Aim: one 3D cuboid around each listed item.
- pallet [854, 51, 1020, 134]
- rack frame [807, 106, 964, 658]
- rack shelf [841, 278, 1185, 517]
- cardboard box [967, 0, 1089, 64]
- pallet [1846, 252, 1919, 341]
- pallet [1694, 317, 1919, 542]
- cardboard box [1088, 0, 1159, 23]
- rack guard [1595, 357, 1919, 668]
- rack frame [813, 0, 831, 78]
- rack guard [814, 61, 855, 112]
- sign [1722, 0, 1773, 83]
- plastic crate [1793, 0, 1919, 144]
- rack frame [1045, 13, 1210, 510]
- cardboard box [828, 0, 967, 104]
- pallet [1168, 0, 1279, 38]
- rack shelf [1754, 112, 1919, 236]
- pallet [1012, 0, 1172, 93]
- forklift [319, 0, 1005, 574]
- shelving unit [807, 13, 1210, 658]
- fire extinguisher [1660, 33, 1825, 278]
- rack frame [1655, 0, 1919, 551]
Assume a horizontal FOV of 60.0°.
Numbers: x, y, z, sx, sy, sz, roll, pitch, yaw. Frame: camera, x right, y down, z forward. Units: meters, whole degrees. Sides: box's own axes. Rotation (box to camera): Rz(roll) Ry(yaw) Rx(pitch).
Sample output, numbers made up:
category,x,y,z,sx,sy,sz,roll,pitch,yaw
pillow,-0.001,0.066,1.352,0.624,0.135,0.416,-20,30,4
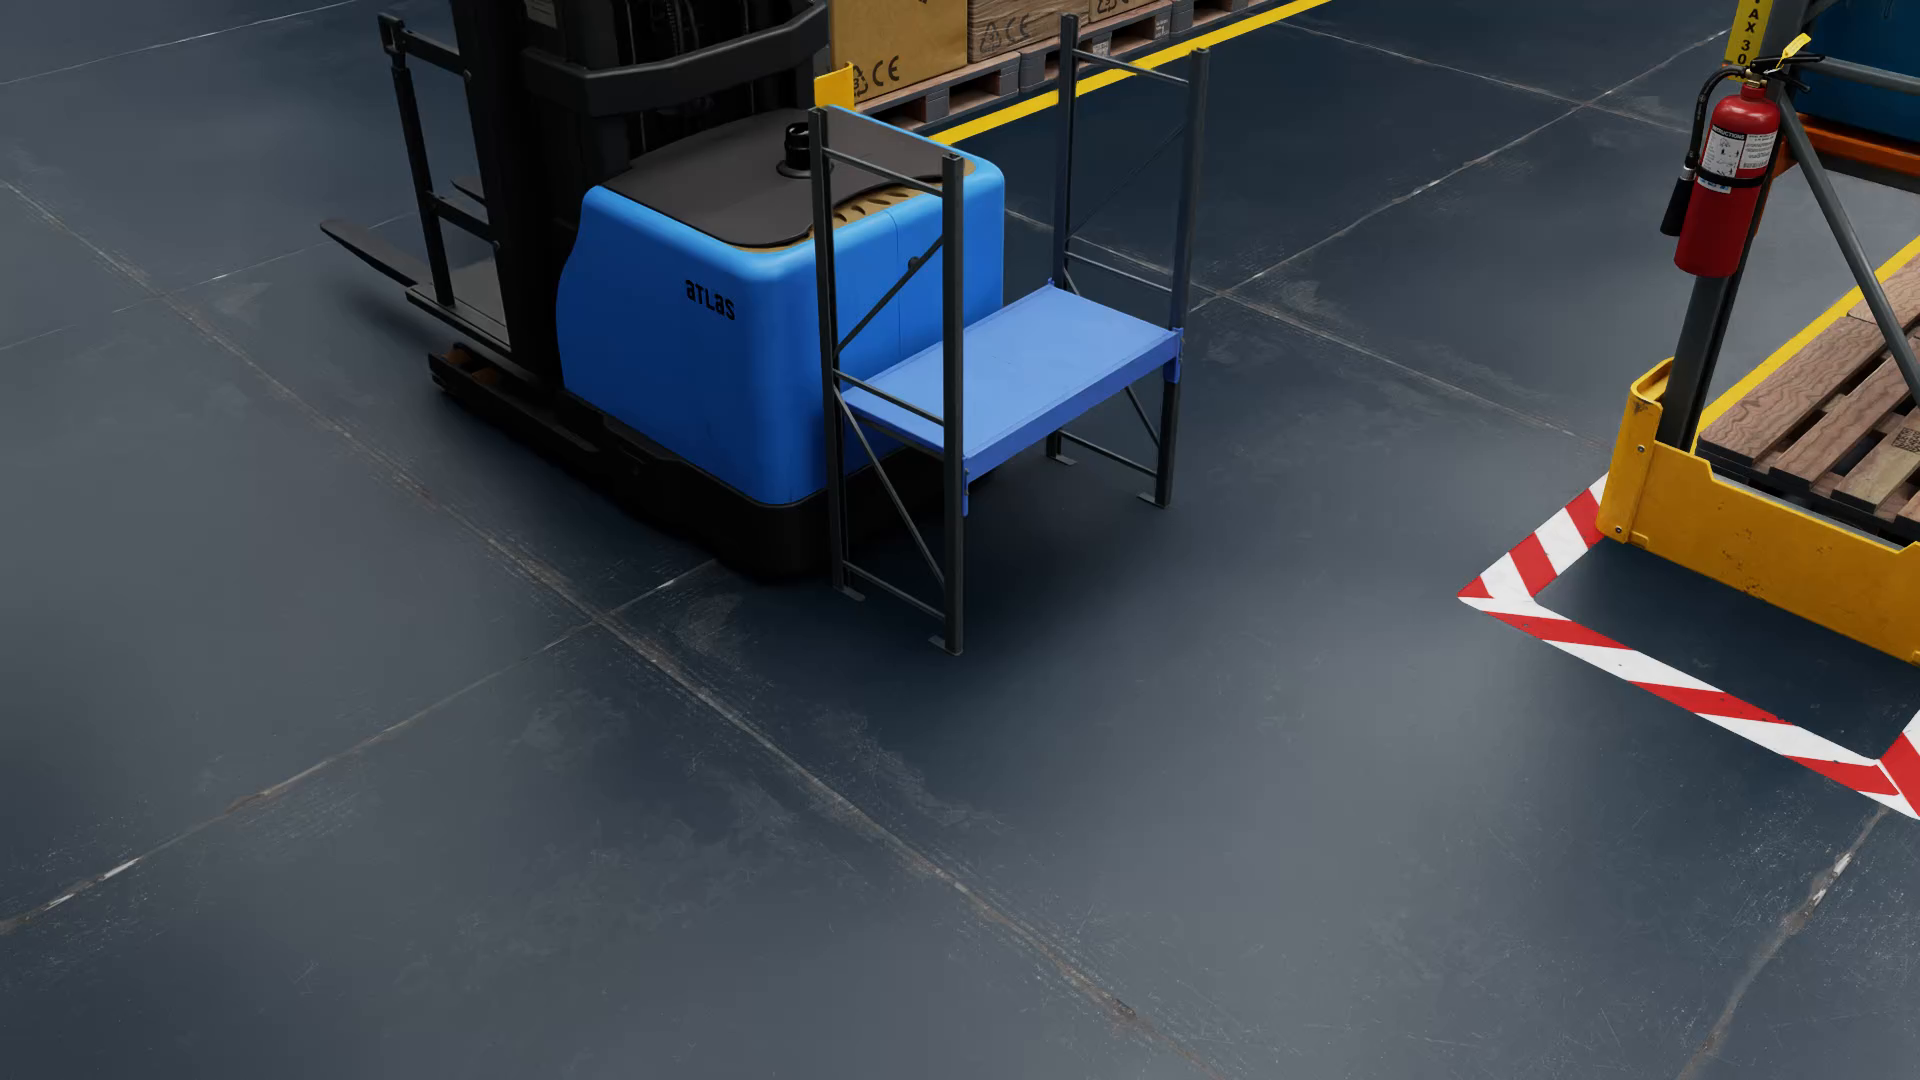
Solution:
category,x,y,z,sx,sy,sz,roll,pitch,yaw
pallet,-0.462,-2.326,8.401,1.003,0.211,1.213,30,45,35
rack frame,-0.187,-0.378,4.481,0.500,1.500,0.032,27,43,33
rack shelf,0.150,-0.448,4.896,0.538,0.185,1.000,27,43,33
cardboard box,0.066,-3.076,8.529,0.875,0.875,0.875,30,45,35
pallet,4.013,-0.786,6.193,1.003,0.211,1.213,30,45,35
pallet,3.154,-0.293,5.486,1.003,0.211,1.213,30,45,35
cardboard box,0.693,-3.438,9.047,0.875,0.875,0.875,30,45,35
rack guard,2.538,-0.078,4.924,1.175,0.500,0.348,30,45,35
rack frame,-0.970,-3.114,7.093,1.000,3.000,0.127,30,45,35
rack guard,-0.986,-2.079,7.794,1.175,0.500,0.348,30,45,35
sign,2.144,-1.400,4.492,0.100,0.325,0.005,30,45,35
plastic crate,2.649,-1.368,4.506,0.616,0.435,0.499,30,45,35
rack frame,0.488,-0.813,5.104,0.500,1.500,0.032,27,43,33
cardboard box,-0.575,-2.707,7.999,0.875,0.875,0.875,30,45,35
pallet,1.257,-3.317,9.822,1.003,0.211,1.213,30,45,35
rack shelf,3.954,-1.635,5.601,1.077,0.370,4.000,30,45,35
pallet,0.398,-2.819,9.108,1.003,0.211,1.213,30,45,35
forklift,-1.259,-1.832,5.315,3.031,2.935,1.130,29,44,35
shelving unit,0.150,-0.596,4.793,0.538,1.500,1.048,27,43,33
fire extinguisher,2.117,-1.055,4.534,0.296,0.674,0.183,30,45,35
rack frame,2.545,-1.118,4.231,1.000,3.000,0.127,30,45,35
